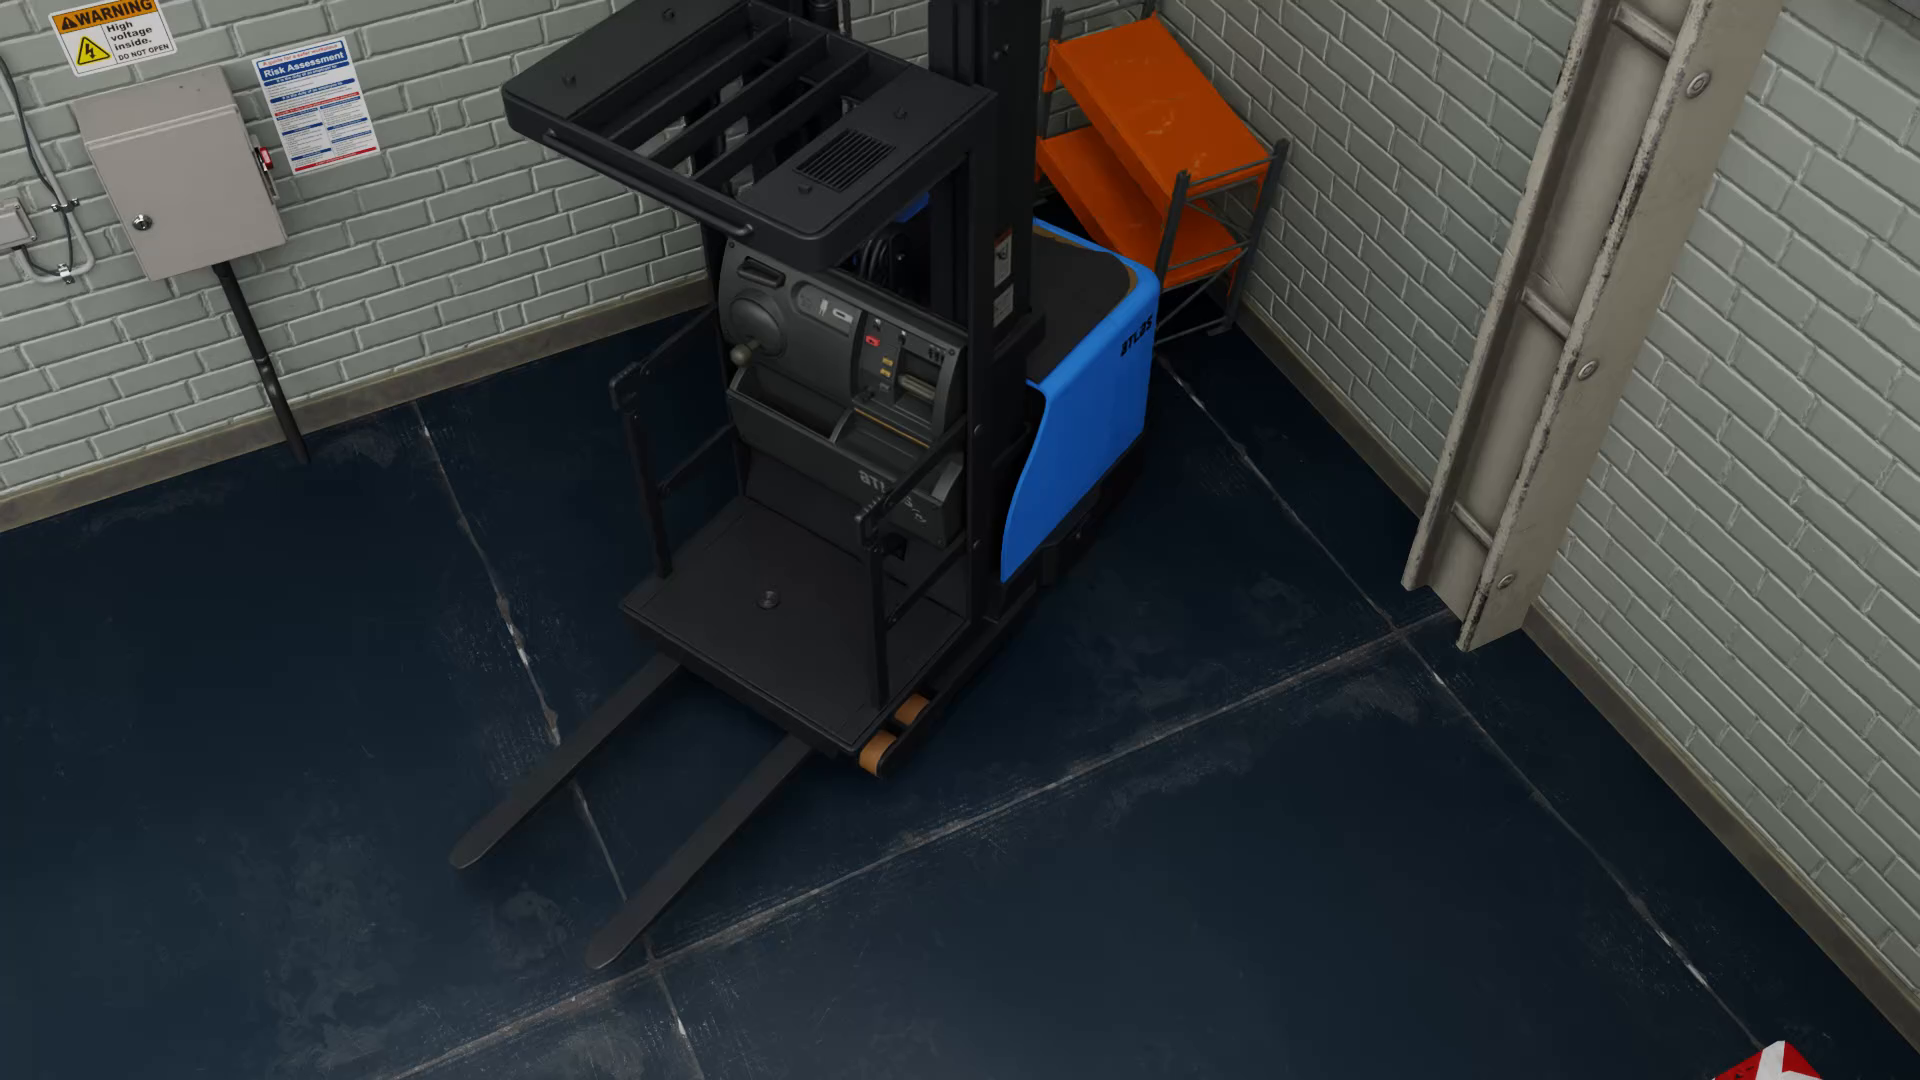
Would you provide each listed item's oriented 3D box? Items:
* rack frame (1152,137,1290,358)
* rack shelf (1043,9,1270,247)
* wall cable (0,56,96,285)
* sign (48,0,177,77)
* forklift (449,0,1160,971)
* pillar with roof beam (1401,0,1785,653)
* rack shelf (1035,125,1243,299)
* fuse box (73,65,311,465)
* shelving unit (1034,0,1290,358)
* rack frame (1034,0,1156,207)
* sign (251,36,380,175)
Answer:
[{"bbox_3d":[1.027,-1.180,6.929,0.500,1.125,0.032,-21,61,-17],"label":"rack frame"},{"bbox_3d":[0.820,-1.728,6.921,0.538,0.278,1.000,-21,61,-17],"label":"rack shelf"},{"bbox_3d":[-3.378,-1.516,5.300,0.588,1.984,0.122,-21,52,-18],"label":"wall cable"},{"bbox_3d":[-2.844,-1.702,5.590,0.339,0.242,0.001,-21,52,-18],"label":"sign"},{"bbox_3d":[-0.518,-0.549,5.176,1.130,2.935,3.031,28,55,23],"label":"forklift"},{"bbox_3d":[-1.882,-1.238,1.747,9.100,9.000,0.400,-21,52,-18],"label":"pillar with roof beam"},{"bbox_3d":[0.782,-1.434,7.369,0.538,0.278,1.000,-21,61,-17],"label":"rack shelf"},{"bbox_3d":[-2.700,-0.887,6.281,0.539,1.711,0.414,-21,52,-18],"label":"fuse box"},{"bbox_3d":[0.799,-1.568,7.165,0.538,1.125,1.048,-21,61,-17],"label":"shelving unit"},{"bbox_3d":[0.571,-1.956,7.401,0.500,1.125,0.032,-21,61,-17],"label":"rack frame"},{"bbox_3d":[-2.355,-1.588,6.102,0.329,0.494,0.001,-21,52,-18],"label":"sign"}]
